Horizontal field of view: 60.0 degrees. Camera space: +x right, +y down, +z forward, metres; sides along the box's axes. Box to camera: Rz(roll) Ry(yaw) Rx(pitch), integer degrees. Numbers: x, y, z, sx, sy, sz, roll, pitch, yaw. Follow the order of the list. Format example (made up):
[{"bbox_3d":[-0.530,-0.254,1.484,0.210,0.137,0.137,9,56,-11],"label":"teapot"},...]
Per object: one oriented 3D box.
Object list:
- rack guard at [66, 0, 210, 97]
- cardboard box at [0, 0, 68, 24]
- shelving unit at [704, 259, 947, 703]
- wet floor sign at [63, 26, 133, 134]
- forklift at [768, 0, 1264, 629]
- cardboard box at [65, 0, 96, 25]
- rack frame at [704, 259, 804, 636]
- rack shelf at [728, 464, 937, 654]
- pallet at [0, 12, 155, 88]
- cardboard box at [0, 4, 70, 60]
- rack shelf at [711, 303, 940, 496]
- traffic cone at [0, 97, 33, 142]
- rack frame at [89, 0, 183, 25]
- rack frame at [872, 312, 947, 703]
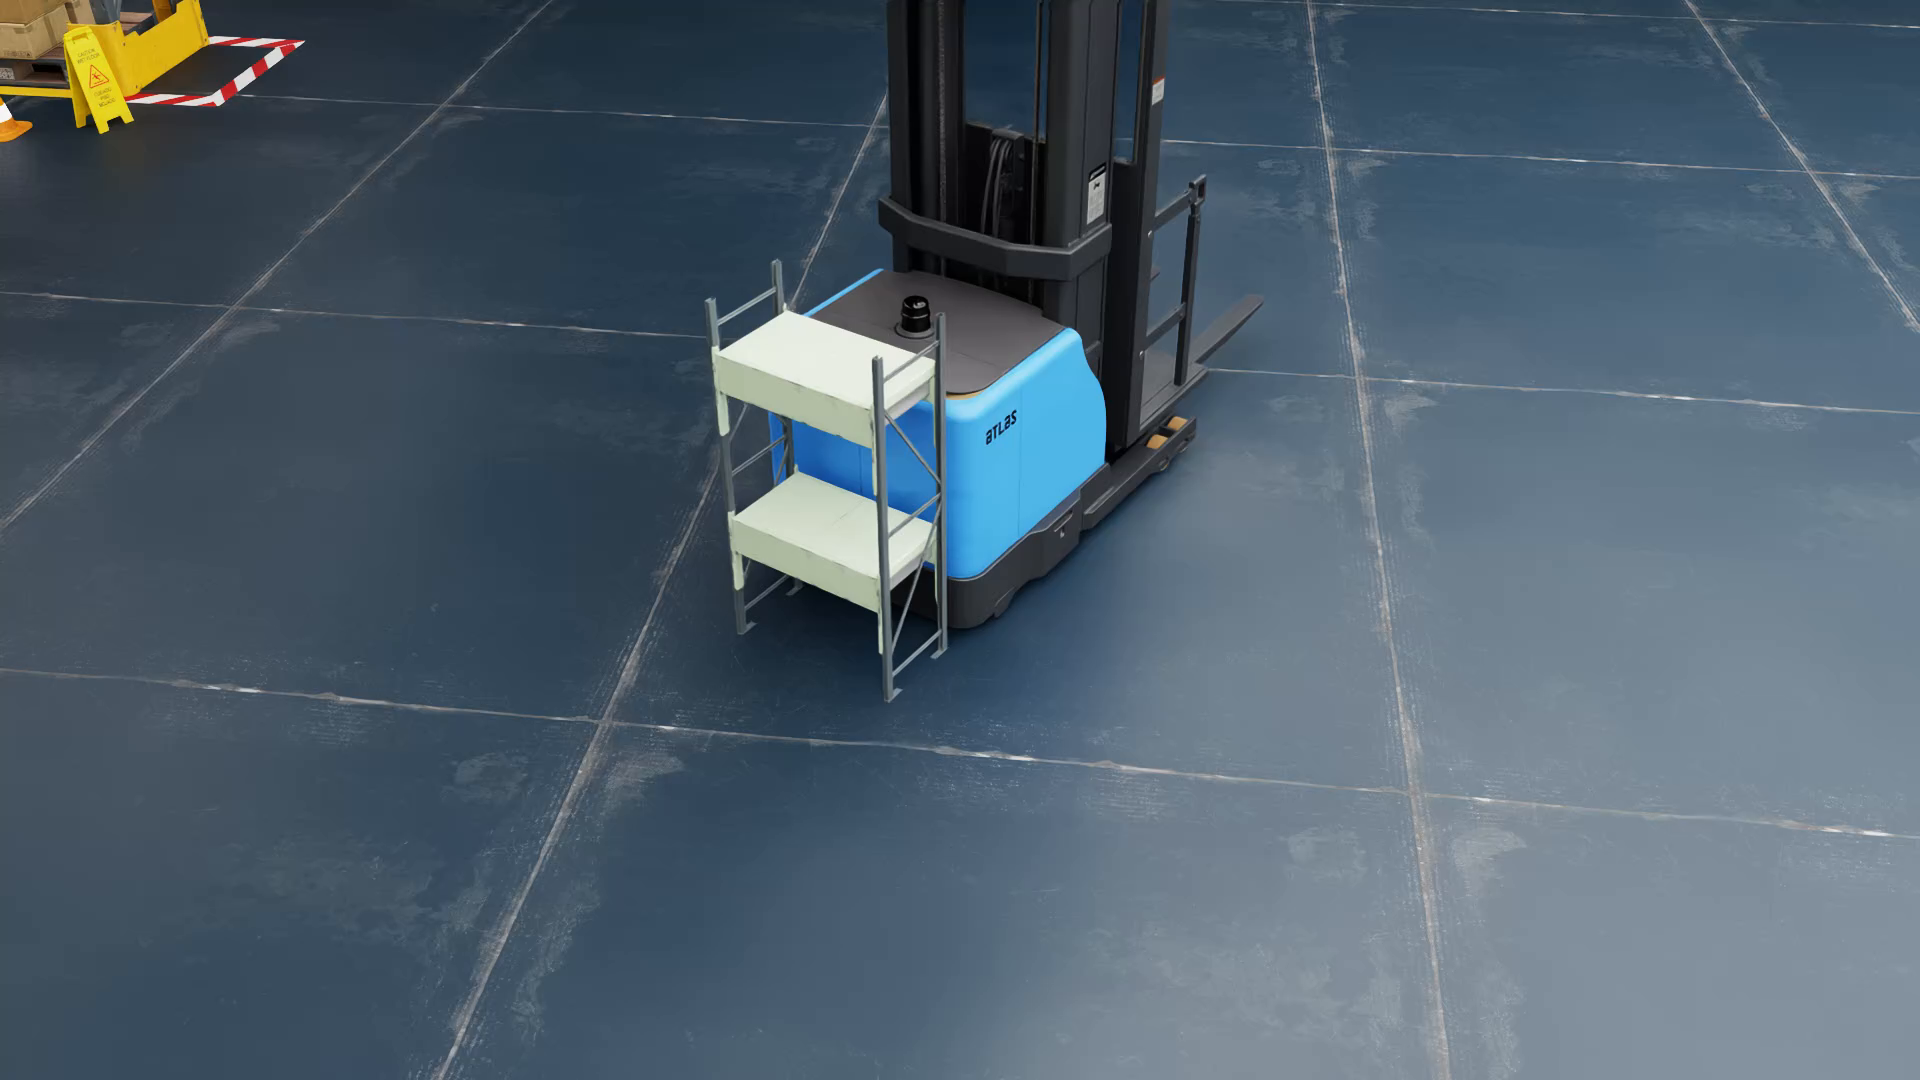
[{"bbox_3d":[-5.863,-3.630,11.905,0.348,0.500,1.175,4,36,6],"label":"rack guard"},{"bbox_3d":[-6.615,-3.907,11.503,0.500,0.500,0.500,4,36,6],"label":"cardboard box"},{"bbox_3d":[-0.475,-0.203,6.243,0.755,1.500,0.431,22,41,27],"label":"shelving unit"},{"bbox_3d":[-5.735,-3.053,10.972,0.232,0.644,0.267,17,39,22],"label":"wet floor sign"},{"bbox_3d":[0.455,-1.655,7.046,1.130,2.935,3.031,22,41,27],"label":"forklift"},{"bbox_3d":[-6.552,-3.912,12.155,0.500,0.250,0.500,4,36,6],"label":"cardboard box"},{"bbox_3d":[-0.778,-0.322,6.410,0.023,1.500,0.400,22,41,27],"label":"rack frame"},{"bbox_3d":[-0.475,0.063,6.432,0.720,0.370,0.431,22,41,27],"label":"rack shelf"},{"bbox_3d":[-6.664,-3.593,12.102,1.213,0.211,1.003,4,36,6],"label":"pallet"},{"bbox_3d":[-6.647,-3.600,11.717,0.500,0.250,0.500,4,36,6],"label":"cardboard box"},{"bbox_3d":[-0.475,-0.520,6.016,0.720,0.370,0.431,22,41,27],"label":"rack shelf"},{"bbox_3d":[-6.378,-2.897,10.911,0.334,0.463,0.336,4,36,6],"label":"traffic cone"},{"bbox_3d":[-5.787,-4.641,11.171,0.127,3.000,1.000,4,36,6],"label":"rack frame"},{"bbox_3d":[-0.172,-0.083,6.075,0.023,1.500,0.400,22,41,27],"label":"rack frame"}]
